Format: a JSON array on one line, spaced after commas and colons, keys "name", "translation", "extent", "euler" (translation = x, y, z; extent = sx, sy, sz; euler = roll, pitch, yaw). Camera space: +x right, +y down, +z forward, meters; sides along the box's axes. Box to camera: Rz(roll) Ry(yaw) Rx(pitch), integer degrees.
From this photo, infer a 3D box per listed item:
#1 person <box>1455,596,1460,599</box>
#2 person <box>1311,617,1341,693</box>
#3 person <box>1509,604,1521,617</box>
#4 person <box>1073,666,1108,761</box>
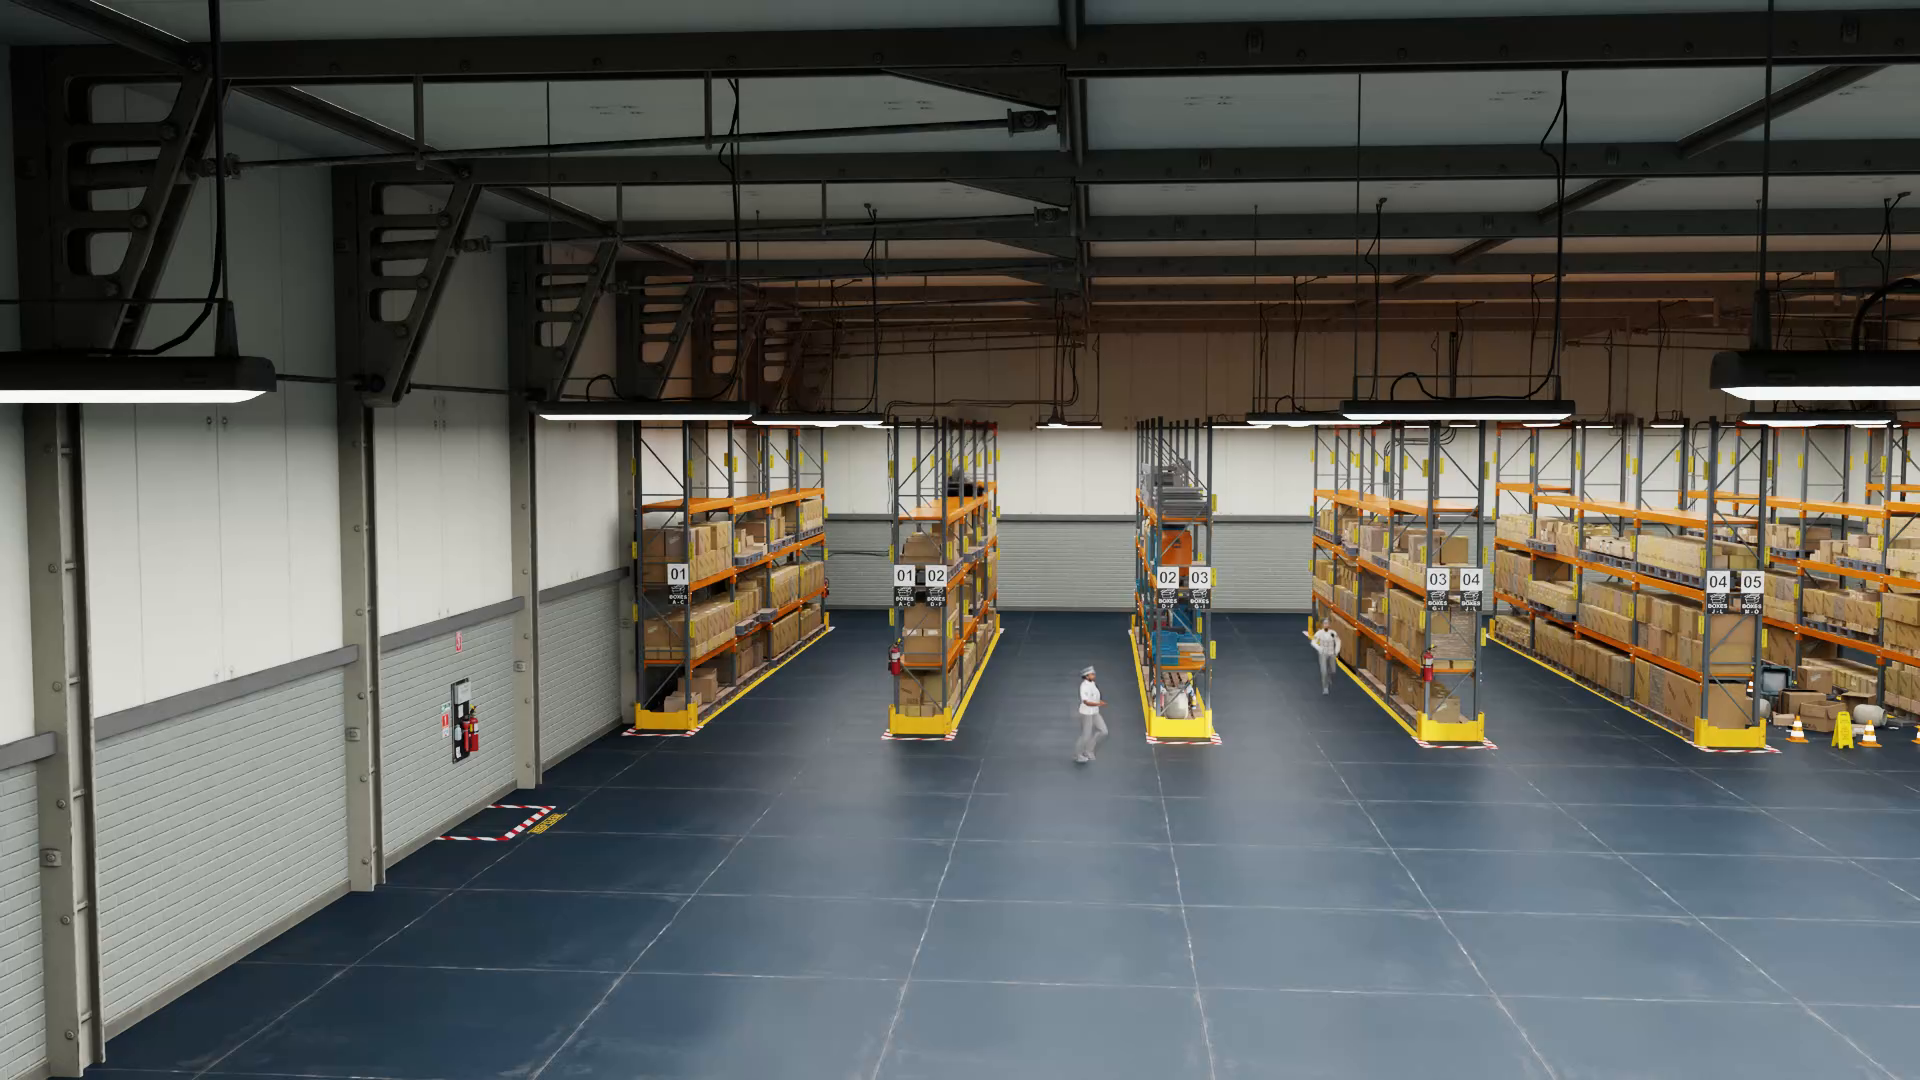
[{"name": "person", "translation": [13.597, 1.958, 45.229], "extent": [0.664, 1.658, 0.541], "euler": [0, 4, -2]}, {"name": "person", "translation": [8.041, 2.520, 36.461], "extent": [0.674, 1.661, 0.514], "euler": [0, 4, -2]}, {"name": "person", "translation": [15.940, 1.802, 47.474], "extent": [0.597, 1.676, 0.771], "euler": [3, 5, 40]}, {"name": "person", "translation": [2.263, 3.002, 28.699], "extent": [0.651, 1.680, 0.544], "euler": [2, 4, 31]}]
